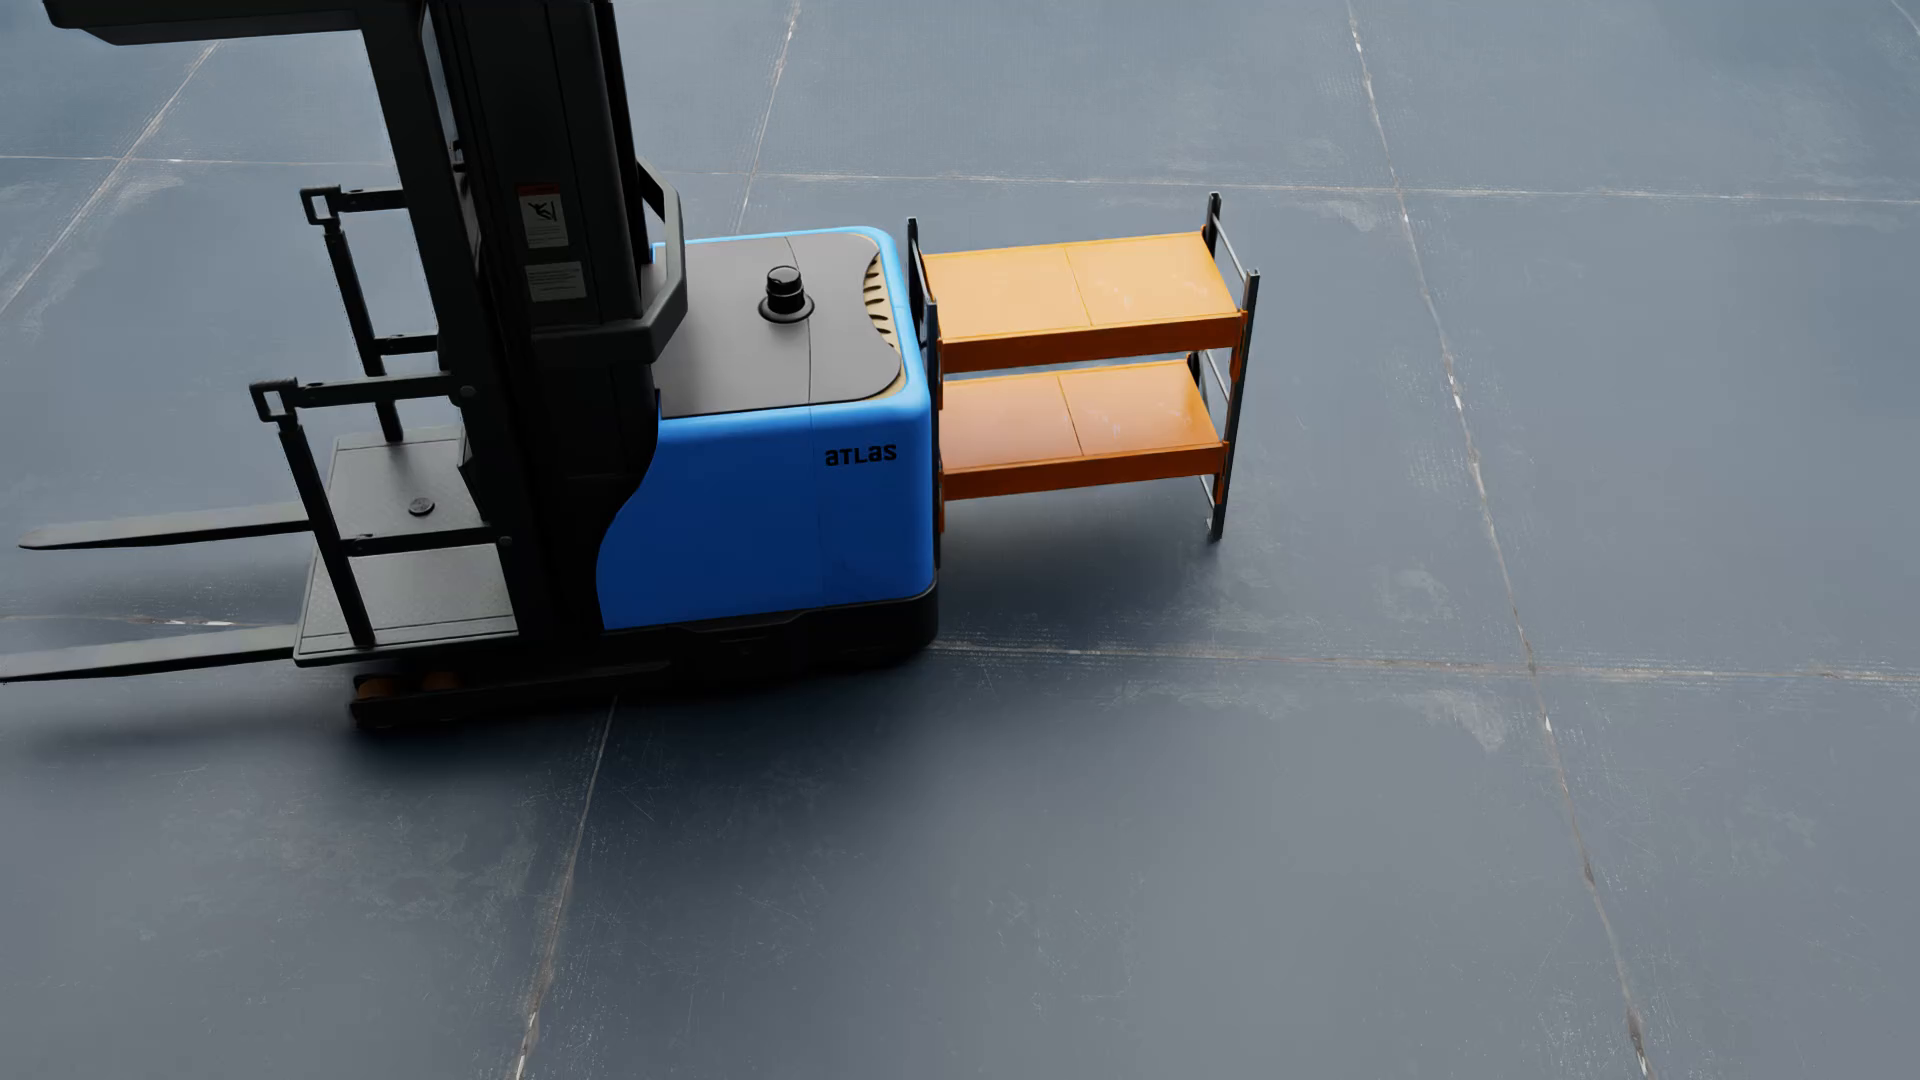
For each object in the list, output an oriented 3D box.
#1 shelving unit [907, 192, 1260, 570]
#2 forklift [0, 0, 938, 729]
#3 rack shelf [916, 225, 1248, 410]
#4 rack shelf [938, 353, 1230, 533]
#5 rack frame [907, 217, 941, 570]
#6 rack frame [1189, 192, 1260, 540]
[{"bbox_3d":[0.382,-0.528,5.691,1.048,1.125,0.538,-6,43,-6],"label":"shelving unit"},{"bbox_3d":[-1.635,-0.860,4.722,3.031,2.935,1.130,-6,43,-6],"label":"forklift"},{"bbox_3d":[0.382,-0.742,5.491,1.000,0.278,0.538,-6,43,-6],"label":"rack shelf"},{"bbox_3d":[0.382,-0.349,5.857,1.000,0.278,0.538,-6,43,-6],"label":"rack shelf"},{"bbox_3d":[-0.121,-0.475,5.634,0.032,1.125,0.500,-6,43,-6],"label":"rack frame"},{"bbox_3d":[0.884,-0.581,5.747,0.032,1.125,0.500,-6,43,-6],"label":"rack frame"}]
